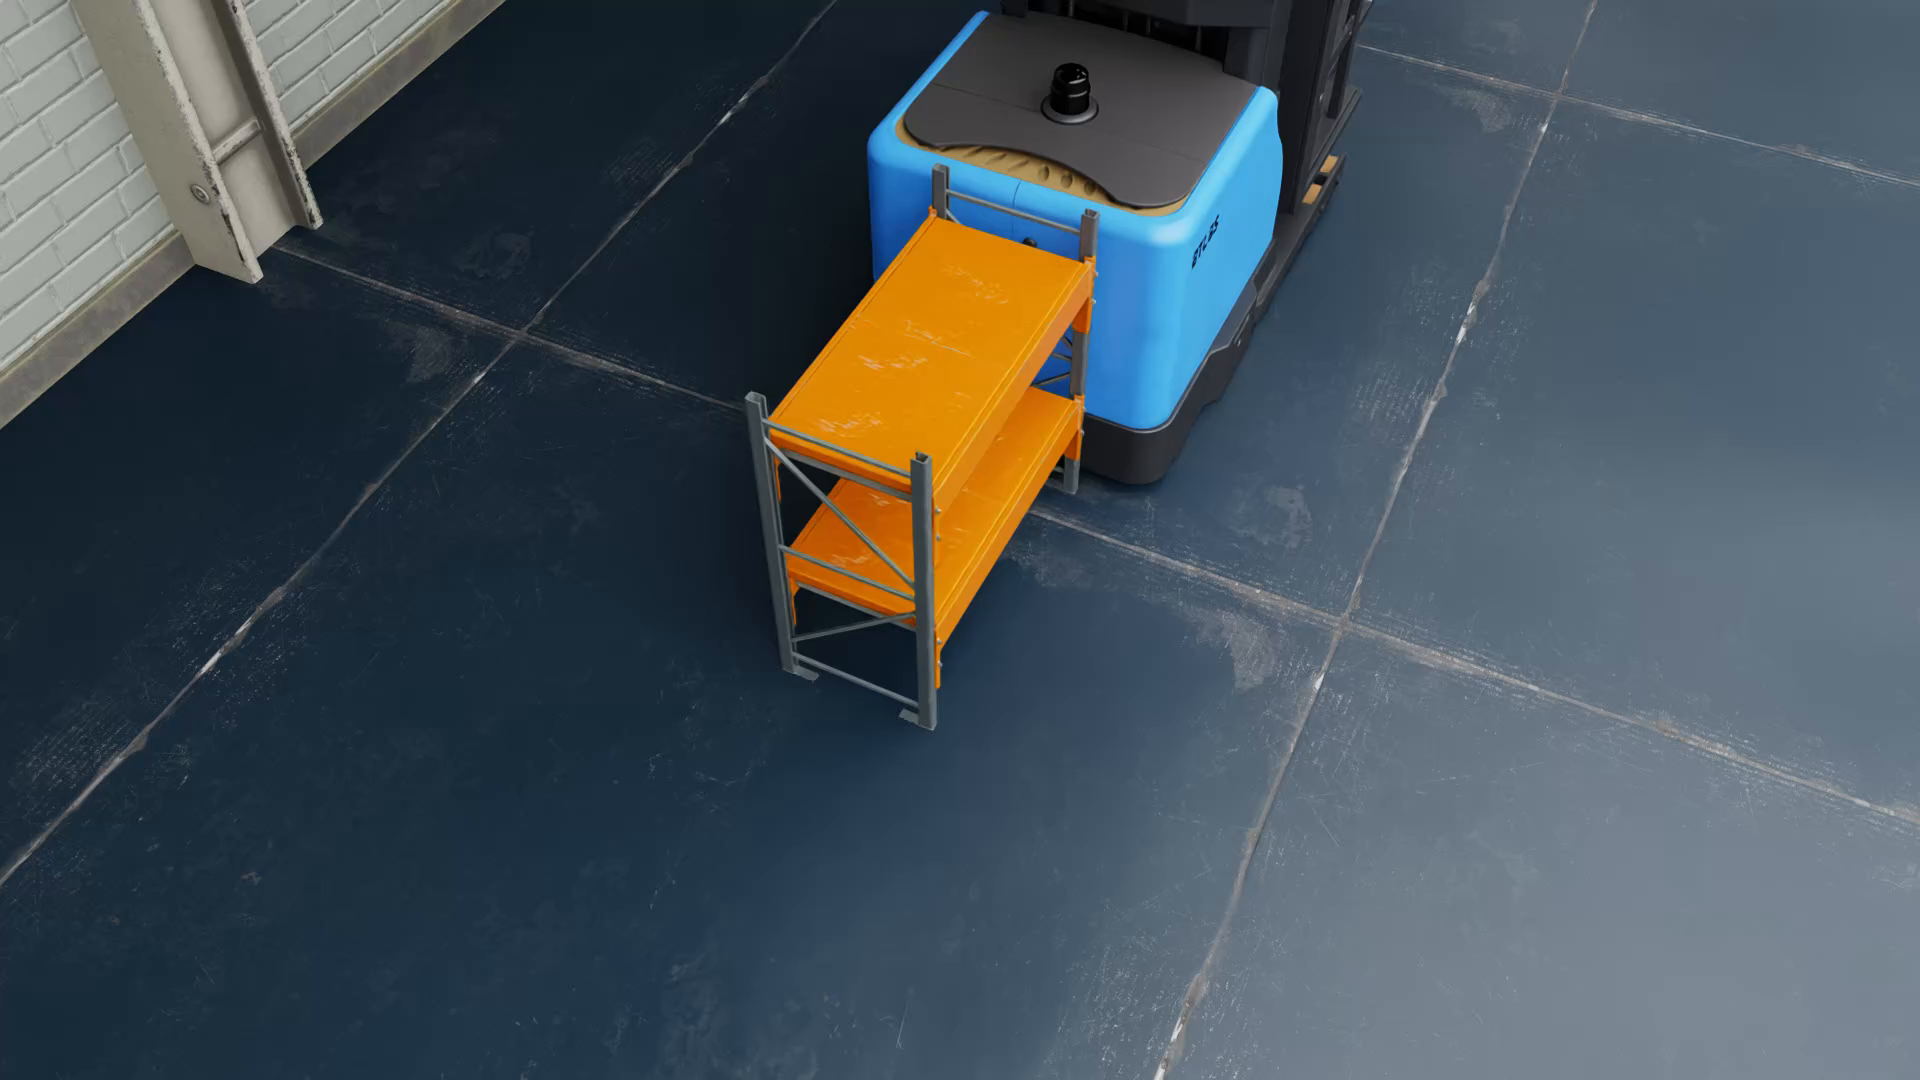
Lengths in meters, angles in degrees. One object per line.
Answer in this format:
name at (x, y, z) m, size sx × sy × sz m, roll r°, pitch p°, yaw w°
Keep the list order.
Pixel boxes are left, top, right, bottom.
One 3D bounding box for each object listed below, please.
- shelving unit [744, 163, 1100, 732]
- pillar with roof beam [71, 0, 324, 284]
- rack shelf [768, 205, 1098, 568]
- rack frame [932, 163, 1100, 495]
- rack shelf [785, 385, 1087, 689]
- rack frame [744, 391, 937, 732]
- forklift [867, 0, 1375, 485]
shelving unit at (-0.073, -0.255, 4.729) m, size 0.538 × 1.125 × 1.048 m, roll 21°, pitch 53°, yaw 17°
pillar with roof beam at (1.273, -2.631, 1.580) m, size 9.100 × 9.000 × 0.400 m, roll 20°, pitch 52°, yaw 16°
rack shelf at (-0.073, -0.445, 4.506) m, size 0.538 × 0.278 × 1.000 m, roll 21°, pitch 53°, yaw 17°
rack frame at (0.151, -0.603, 5.024) m, size 0.500 × 1.125 × 0.032 m, roll 21°, pitch 53°, yaw 17°
rack shelf at (-0.073, -0.097, 4.915) m, size 0.538 × 0.278 × 1.000 m, roll 21°, pitch 53°, yaw 17°
rack frame at (-0.297, 0.092, 4.433) m, size 0.500 × 1.125 × 0.032 m, roll 21°, pitch 53°, yaw 17°
forklift at (0.813, -2.262, 5.251) m, size 1.130 × 2.935 × 3.031 m, roll 21°, pitch 53°, yaw 17°
